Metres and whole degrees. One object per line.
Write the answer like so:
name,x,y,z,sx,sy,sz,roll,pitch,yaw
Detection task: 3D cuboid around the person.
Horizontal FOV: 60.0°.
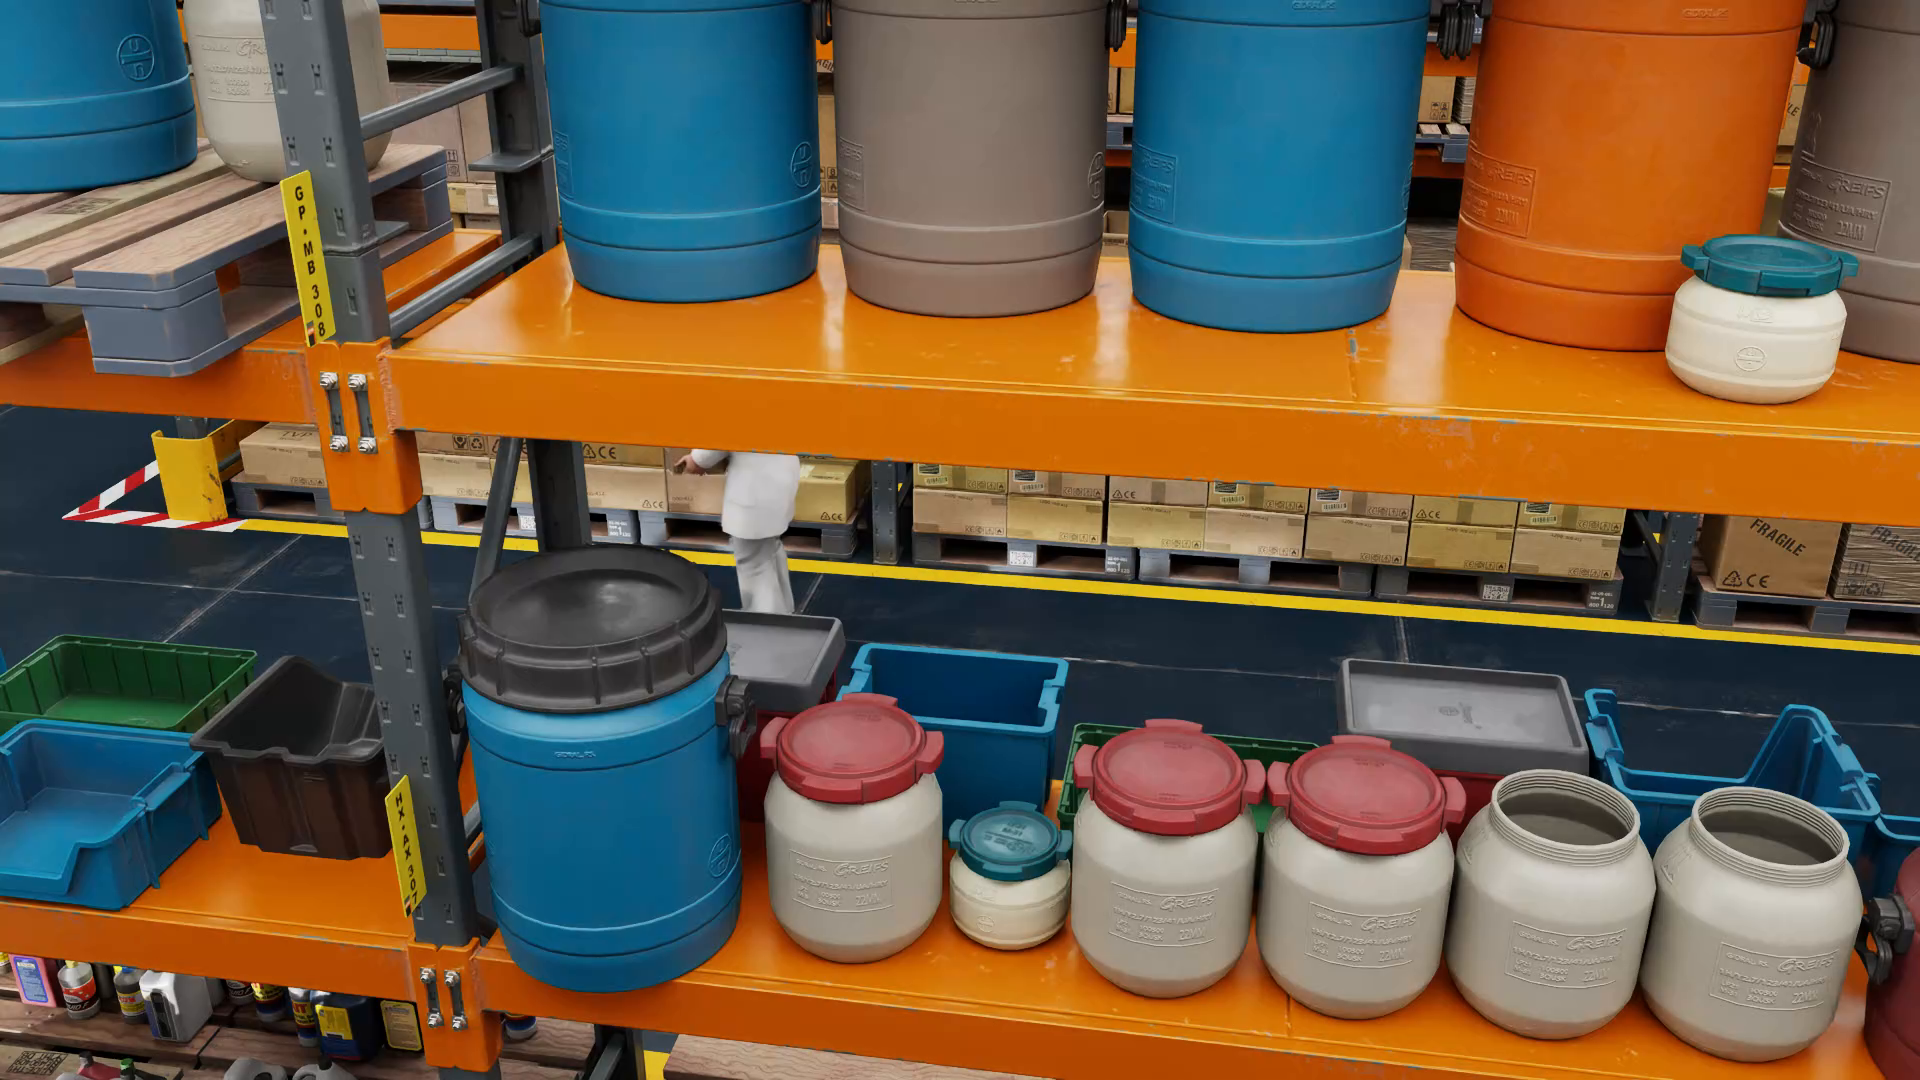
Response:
person,-1.019,-0.295,7.767,0.554,1.775,0.529,4,25,10
